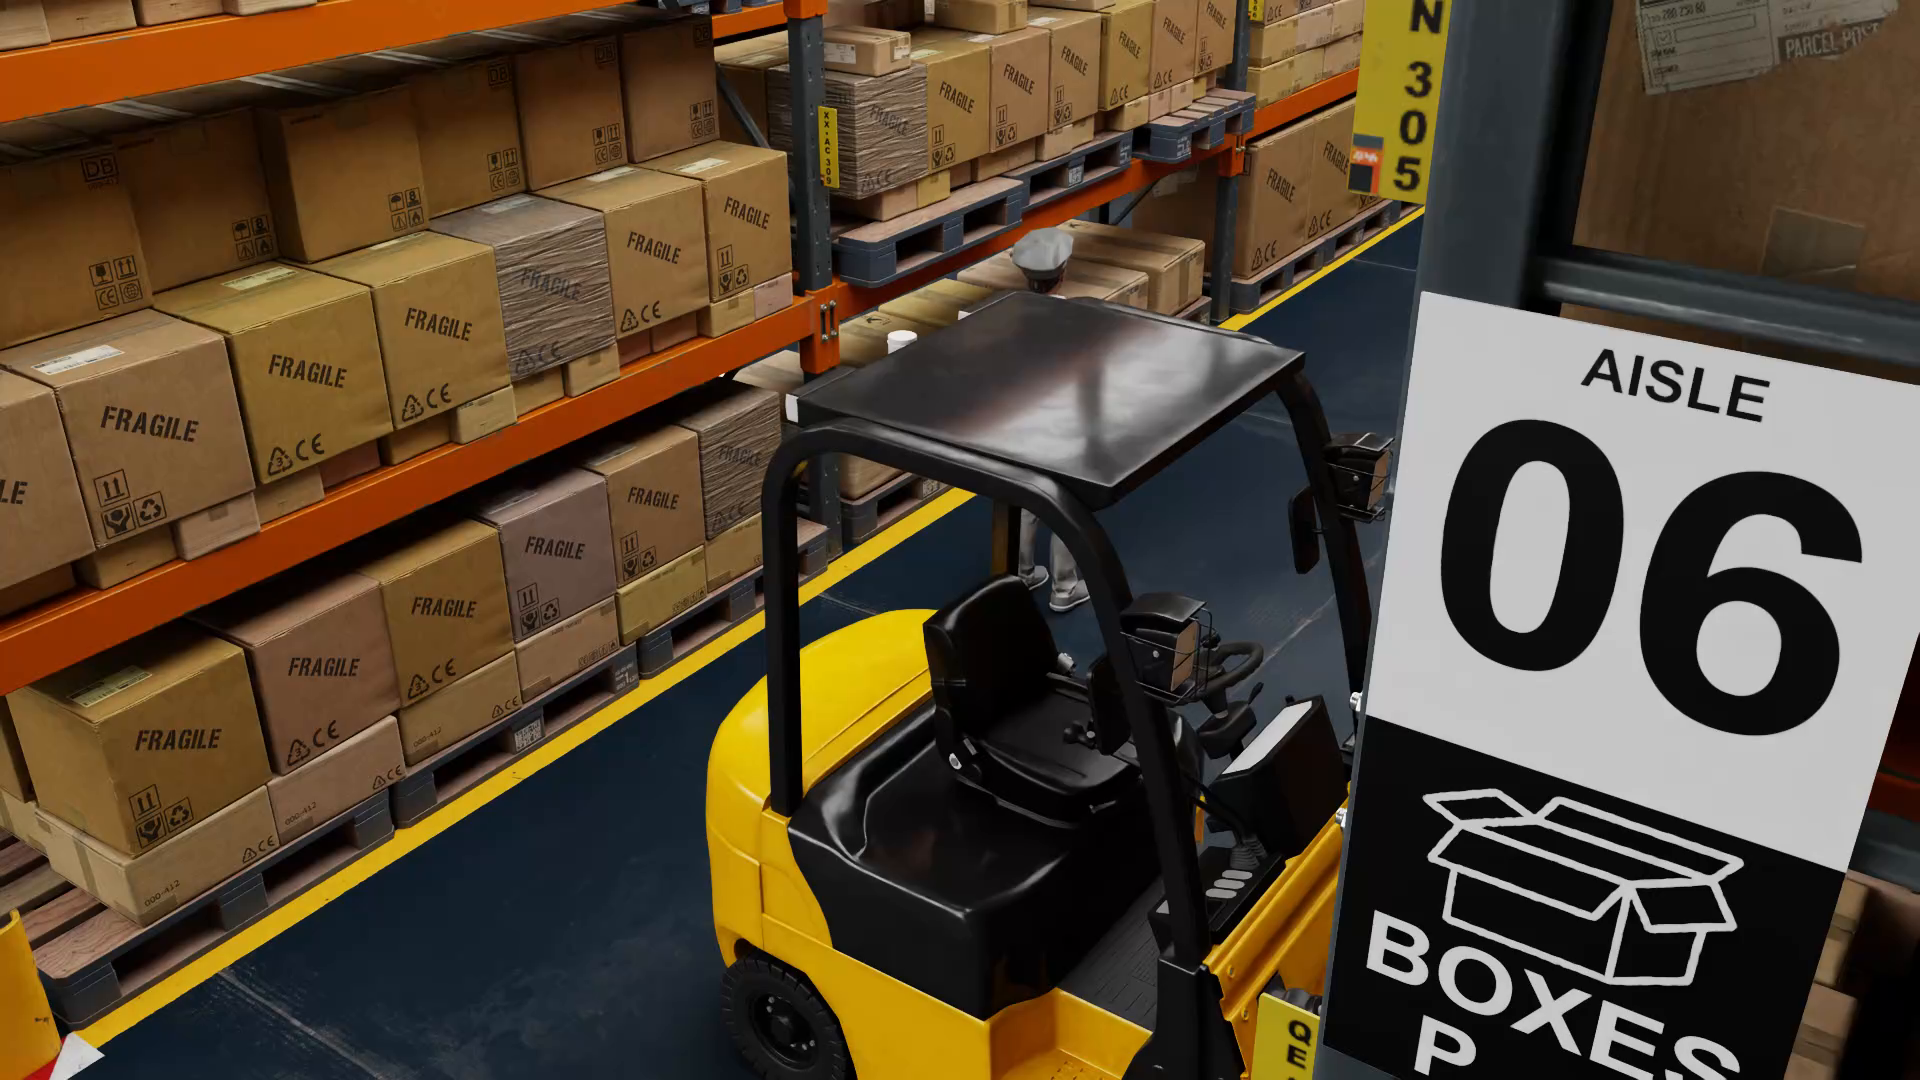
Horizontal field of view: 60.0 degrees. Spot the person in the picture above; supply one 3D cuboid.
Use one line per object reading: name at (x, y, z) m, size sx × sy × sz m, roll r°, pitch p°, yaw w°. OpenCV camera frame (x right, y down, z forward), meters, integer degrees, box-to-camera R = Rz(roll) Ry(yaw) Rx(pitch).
person at (0.427, -0.527, 7.122) m, size 0.458 × 1.689 × 0.543 m, roll 17°, pitch 32°, yaw 30°
